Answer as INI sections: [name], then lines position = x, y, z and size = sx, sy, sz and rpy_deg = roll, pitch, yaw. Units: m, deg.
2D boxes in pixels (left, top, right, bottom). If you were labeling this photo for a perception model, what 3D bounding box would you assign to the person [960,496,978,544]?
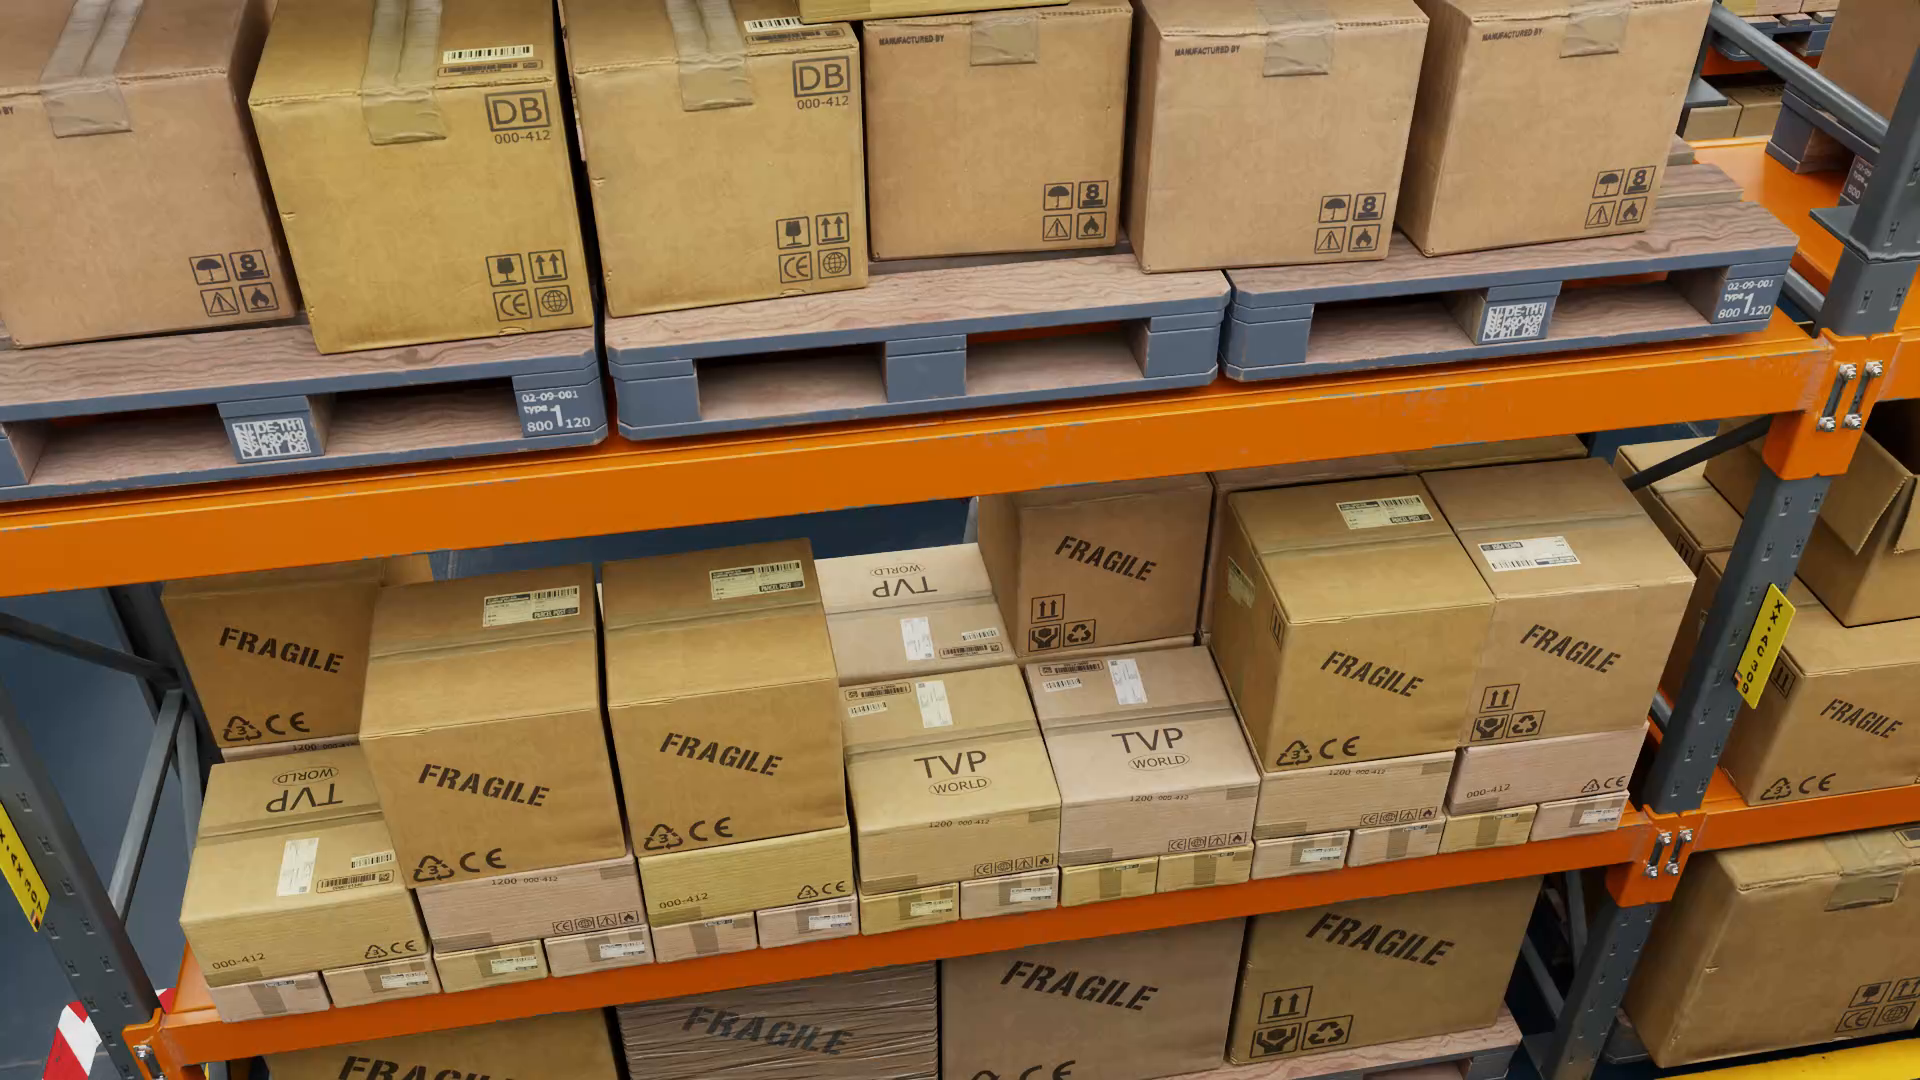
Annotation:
[person]
position = 0.165, -0.099, 6.244
size = 0.574, 1.769, 0.665
rpy_deg = -23, 44, -26
